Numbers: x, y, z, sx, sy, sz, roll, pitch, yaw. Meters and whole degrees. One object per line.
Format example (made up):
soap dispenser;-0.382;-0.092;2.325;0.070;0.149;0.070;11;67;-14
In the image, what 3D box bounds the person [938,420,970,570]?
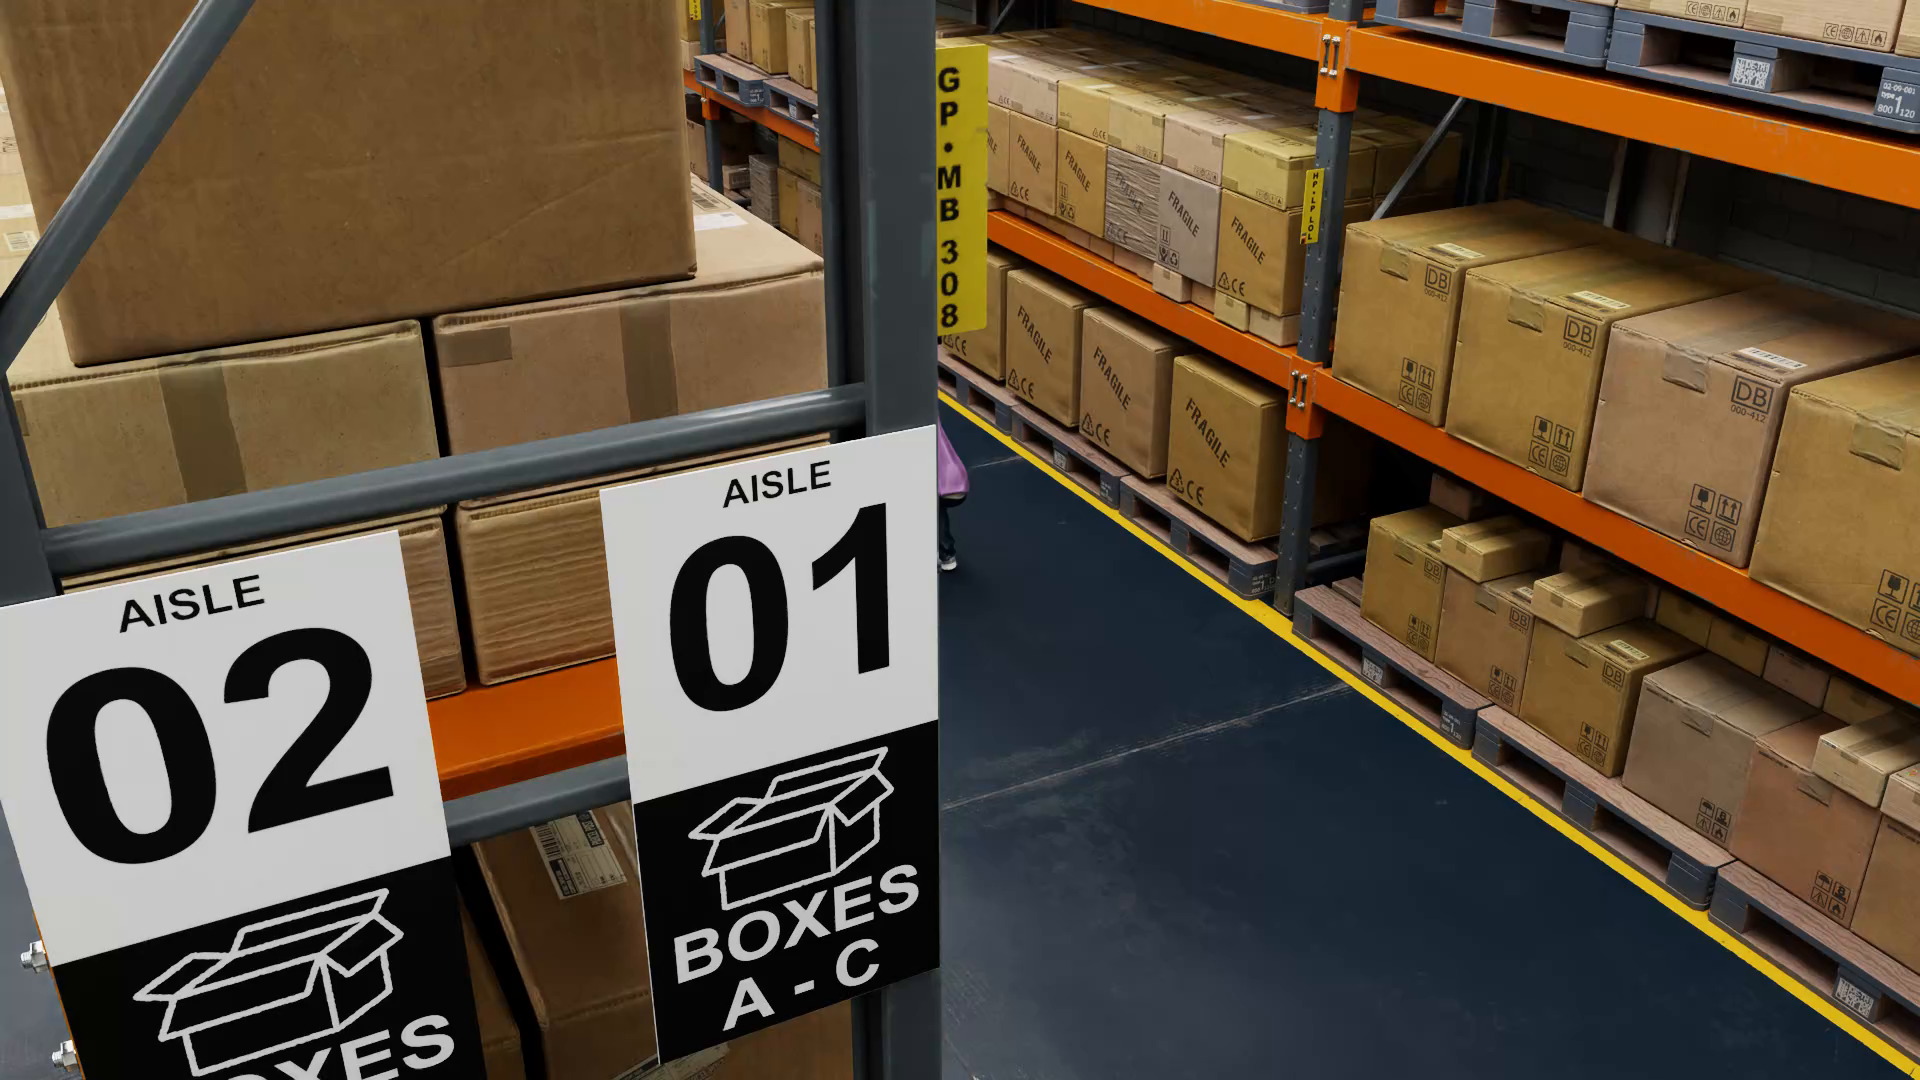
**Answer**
person;-0.262;-0.310;8.519;0.452;0.937;0.779;-13;29;-25
